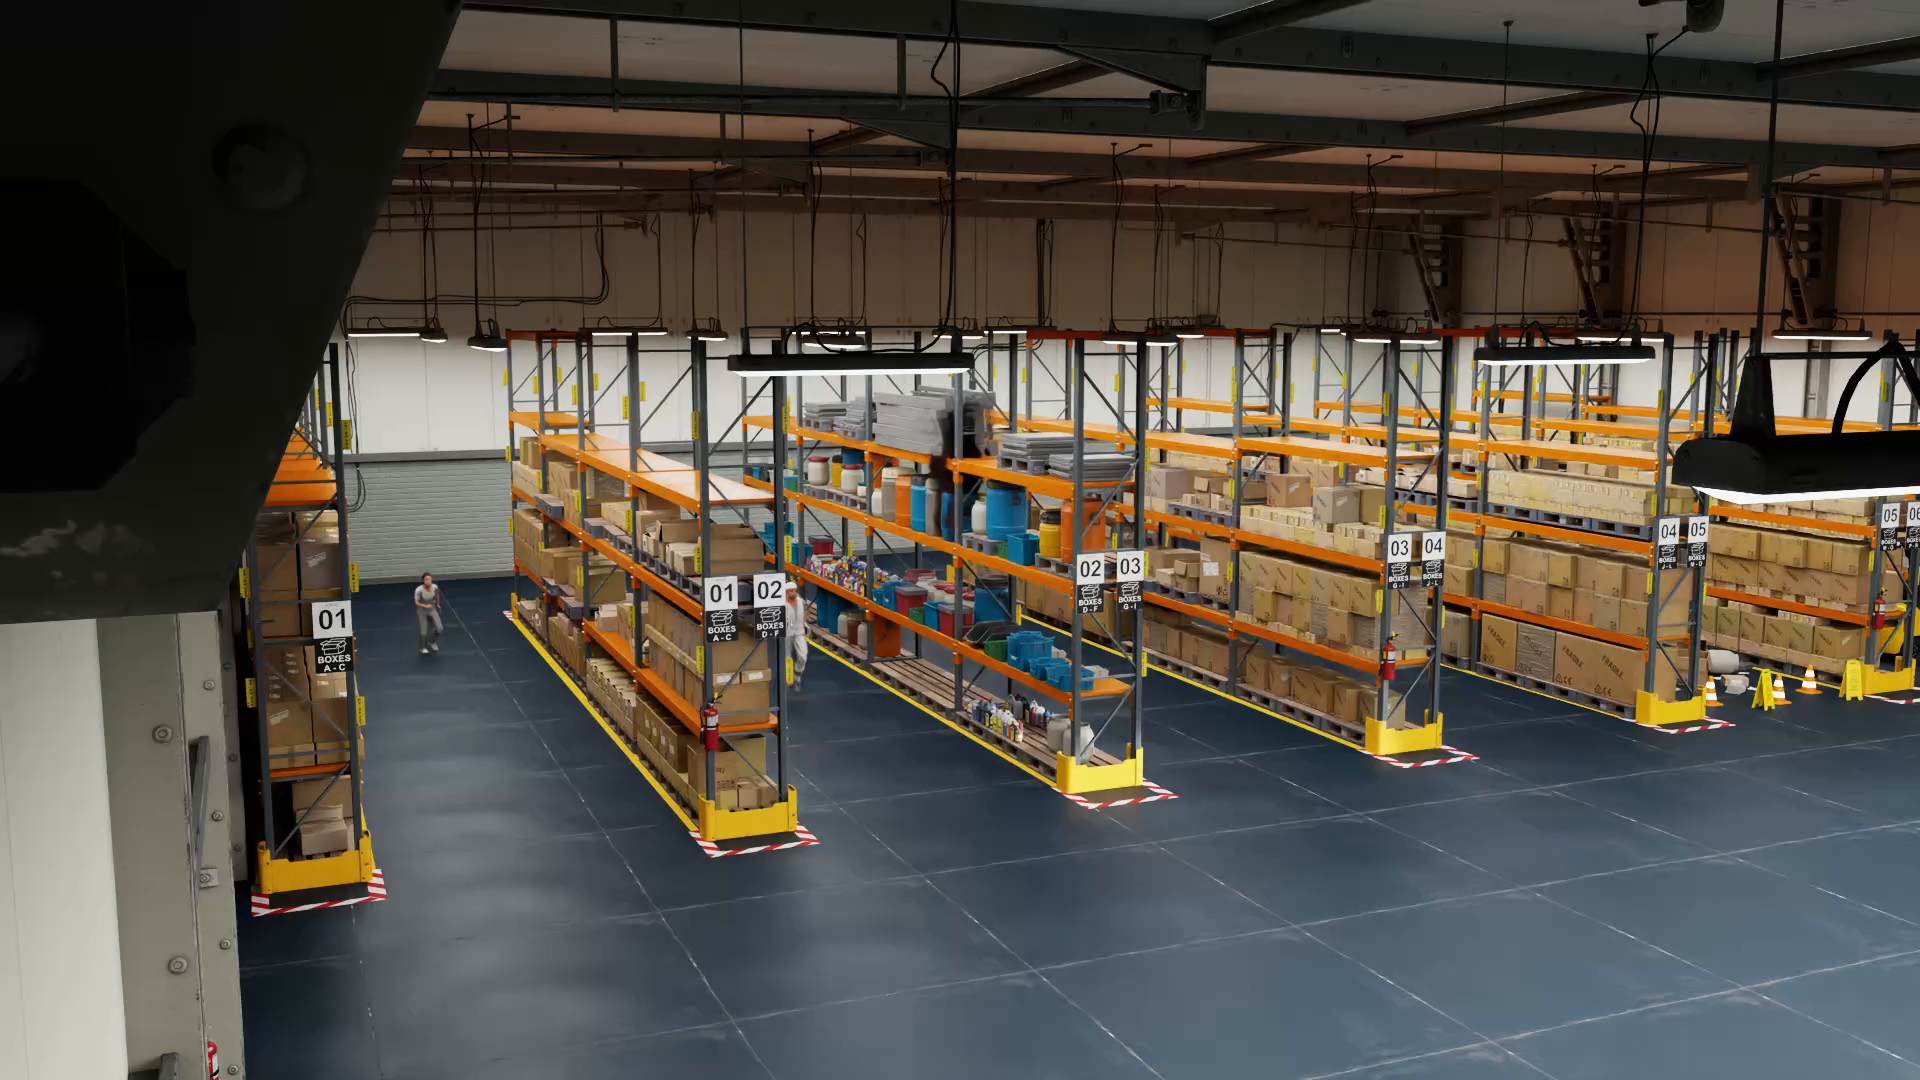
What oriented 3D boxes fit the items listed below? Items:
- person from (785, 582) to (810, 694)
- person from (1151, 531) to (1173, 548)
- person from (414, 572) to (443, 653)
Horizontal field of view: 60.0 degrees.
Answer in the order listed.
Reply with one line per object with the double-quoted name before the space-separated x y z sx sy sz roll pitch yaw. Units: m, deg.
"person" -2.656 1.566 26.611 0.643 1.822 0.766 -3 8 -23
"person" 5.287 -0.358 43.123 0.727 1.721 0.563 -7 10 -40
"person" -9.879 1.362 30.904 0.566 1.564 0.810 -6 10 -37
